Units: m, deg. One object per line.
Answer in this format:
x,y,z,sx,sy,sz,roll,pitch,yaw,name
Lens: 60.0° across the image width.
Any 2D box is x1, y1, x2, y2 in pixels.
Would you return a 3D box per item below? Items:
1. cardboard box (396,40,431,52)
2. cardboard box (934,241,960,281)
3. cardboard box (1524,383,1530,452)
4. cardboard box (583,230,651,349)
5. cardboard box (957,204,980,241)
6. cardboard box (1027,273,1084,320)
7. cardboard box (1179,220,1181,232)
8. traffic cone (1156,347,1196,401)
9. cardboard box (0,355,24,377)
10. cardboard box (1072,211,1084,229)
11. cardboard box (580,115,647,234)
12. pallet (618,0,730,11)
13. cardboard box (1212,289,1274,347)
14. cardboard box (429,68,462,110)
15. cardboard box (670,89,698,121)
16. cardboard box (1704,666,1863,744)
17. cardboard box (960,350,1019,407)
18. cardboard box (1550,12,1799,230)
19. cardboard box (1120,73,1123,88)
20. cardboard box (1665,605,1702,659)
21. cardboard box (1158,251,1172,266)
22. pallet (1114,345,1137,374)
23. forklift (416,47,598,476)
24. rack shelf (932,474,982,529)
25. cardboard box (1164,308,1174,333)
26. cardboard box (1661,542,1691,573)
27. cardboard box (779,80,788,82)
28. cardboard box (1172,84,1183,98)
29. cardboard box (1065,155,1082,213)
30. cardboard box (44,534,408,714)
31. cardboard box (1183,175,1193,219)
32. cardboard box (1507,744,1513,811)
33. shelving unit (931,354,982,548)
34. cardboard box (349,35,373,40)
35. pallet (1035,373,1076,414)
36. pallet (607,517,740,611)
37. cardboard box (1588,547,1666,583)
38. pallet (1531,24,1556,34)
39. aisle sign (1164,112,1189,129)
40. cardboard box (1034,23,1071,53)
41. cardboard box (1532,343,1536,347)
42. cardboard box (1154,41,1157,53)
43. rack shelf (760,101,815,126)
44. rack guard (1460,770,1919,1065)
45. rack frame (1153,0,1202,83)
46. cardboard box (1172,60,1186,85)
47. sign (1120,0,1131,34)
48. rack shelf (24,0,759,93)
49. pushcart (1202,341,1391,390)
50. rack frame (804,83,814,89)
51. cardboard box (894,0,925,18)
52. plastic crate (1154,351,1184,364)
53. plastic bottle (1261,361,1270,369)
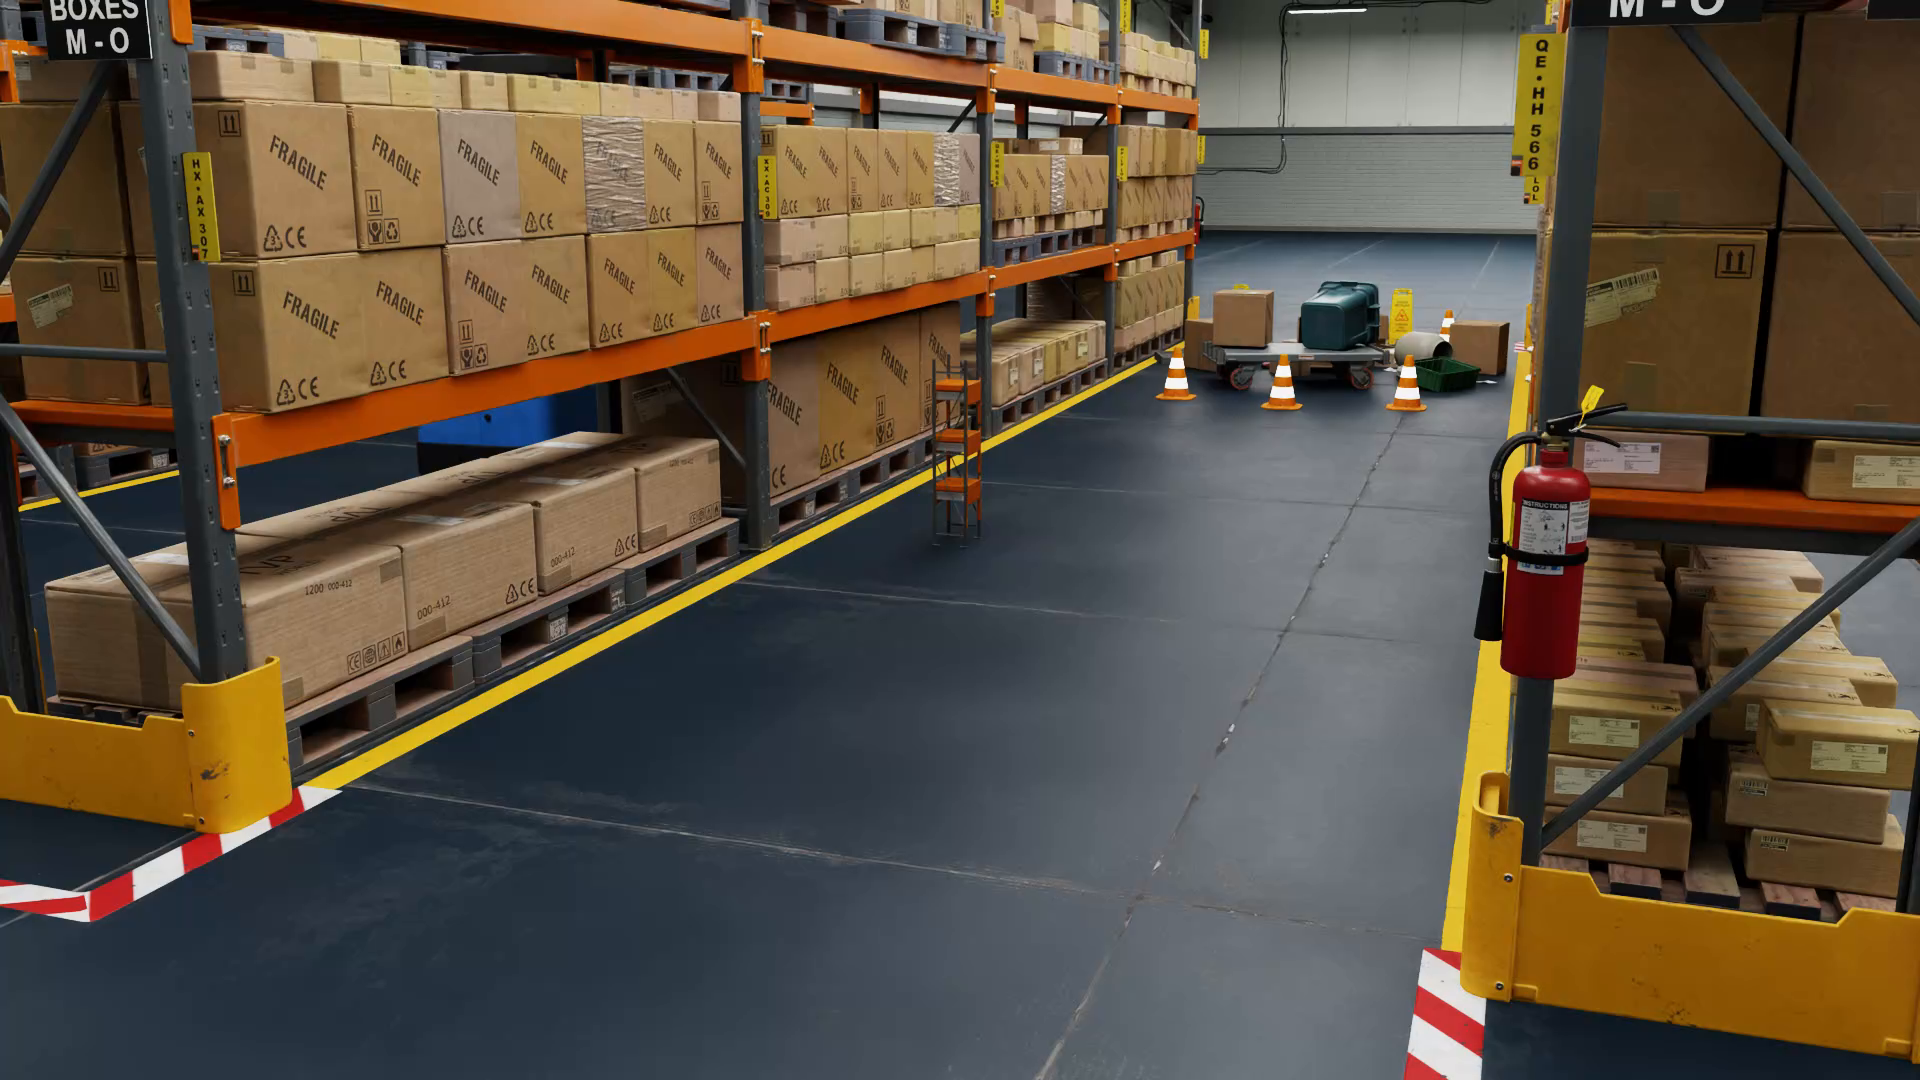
-4.954,-4.450,14.673,0.500,0.250,0.500,4,14,18,cardboard box
-0.316,-1.973,11.728,0.500,0.250,0.500,5,14,19,cardboard box
3.999,-0.800,10.928,0.500,0.500,0.500,4,13,16,cardboard box
-1.760,-1.155,7.582,0.500,0.500,0.500,4,13,18,cardboard box
-0.164,-2.330,12.171,0.500,0.250,0.500,4,14,18,cardboard box
0.984,-2.496,17.233,0.500,0.500,0.500,4,14,18,cardboard box
2.342,-3.634,19.233,0.380,0.149,0.250,4,13,17,cardboard box
1.970,-1.524,15.123,0.336,0.463,0.334,4,14,18,traffic cone
-6.394,-1.195,11.199,0.380,0.149,0.250,4,13,16,cardboard box
0.911,-2.911,15.123,0.380,0.149,0.250,4,14,19,cardboard box
-1.761,-1.641,7.464,0.500,0.500,0.500,5,14,19,cardboard box
-1.816,-2.685,7.971,1.003,0.211,1.213,4,14,18,pallet
2.741,-2.151,16.087,0.500,0.500,0.500,4,14,18,cardboard box
-2.146,-1.725,6.377,0.380,0.149,0.250,4,14,19,cardboard box
-1.528,-2.155,8.258,0.380,0.149,0.250,5,14,20,cardboard box
2.347,0.482,4.761,0.380,0.149,0.250,5,14,19,cardboard box
-0.055,-1.322,13.500,0.950,0.372,0.625,3,13,15,cardboard box
1.793,-1.056,4.233,0.500,0.500,0.500,4,13,17,cardboard box
1.383,-4.511,16.333,0.380,0.149,0.250,4,13,18,cardboard box
2.757,0.351,6.003,0.380,0.149,0.250,5,14,21,cardboard box
2.189,-3.188,18.808,0.380,0.149,0.250,5,14,19,cardboard box
1.230,-1.907,17.367,1.003,0.211,1.213,4,14,18,pallet
-2.691,-2.058,11.918,1.130,2.935,3.031,4,13,15,forklift
-0.017,-0.219,9.386,0.215,0.259,0.240,4,14,18,rack shelf
2.159,-2.531,19.070,0.500,0.250,0.500,4,14,19,cardboard box
3.029,0.045,6.677,0.380,0.149,0.250,5,14,20,cardboard box
-2.338,-5.718,20.455,0.380,0.149,0.250,4,13,17,cardboard box
2.322,-5.101,18.919,0.380,0.149,0.250,5,14,20,cardboard box
0.782,-3.194,14.905,0.500,0.500,0.500,5,14,20,cardboard box
-2.717,0.303,6.235,0.875,0.438,0.875,4,13,16,cardboard box
2.426,-4.024,19.485,0.500,0.500,0.500,4,13,17,cardboard box
1.841,0.737,4.979,0.380,0.149,0.250,5,14,20,cardboard box
-0.017,-0.501,9.322,0.215,1.050,0.252,4,14,18,shelving unit
-4.935,-4.075,13.301,0.380,0.149,0.250,4,13,17,cardboard box
0.403,-1.341,14.889,1.003,0.211,1.213,4,14,18,pallet
-1.862,0.076,8.680,1.003,0.211,1.213,4,14,18,pallet
2.454,0.128,6.312,0.380,0.149,0.250,4,13,16,cardboard box
4.627,-3.455,11.566,1.213,0.211,1.003,5,14,21,pallet
2.635,-5.224,19.793,0.394,0.787,0.004,4,14,18,aisle sign
0.660,-4.369,14.543,0.500,0.250,0.500,5,14,19,cardboard box
2.773,-0.944,7.448,0.380,0.149,0.250,5,14,20,cardboard box
1.882,-5.227,17.680,0.380,0.149,0.250,5,14,20,cardboard box
-3.004,-5.012,19.580,1.077,0.370,4.000,4,14,18,rack shelf
1.905,0.942,4.237,1.175,0.500,0.348,4,14,18,rack guard
2.341,-6.889,19.449,1.000,3.000,0.127,4,14,18,rack frame
2.254,-5.267,18.750,0.500,0.250,0.500,4,14,18,cardboard box
1.573,-4.990,15.820,0.100,0.325,0.005,4,14,18,sign
-2.189,-2.128,6.948,1.077,0.370,4.000,4,14,18,rack shelf
3.220,-1.690,16.045,1.648,0.377,0.936,0,13,-1,pushcart
-2.357,-7.246,21.011,1.000,3.000,0.127,4,14,18,rack frame
-0.543,-3.604,10.628,0.500,0.500,0.500,4,14,19,cardboard box
2.330,-1.970,17.941,0.402,0.080,0.583,0,13,-1,plastic crate
3.239,-1.826,17.352,0.133,0.061,0.283,7,15,28,plastic bottle
